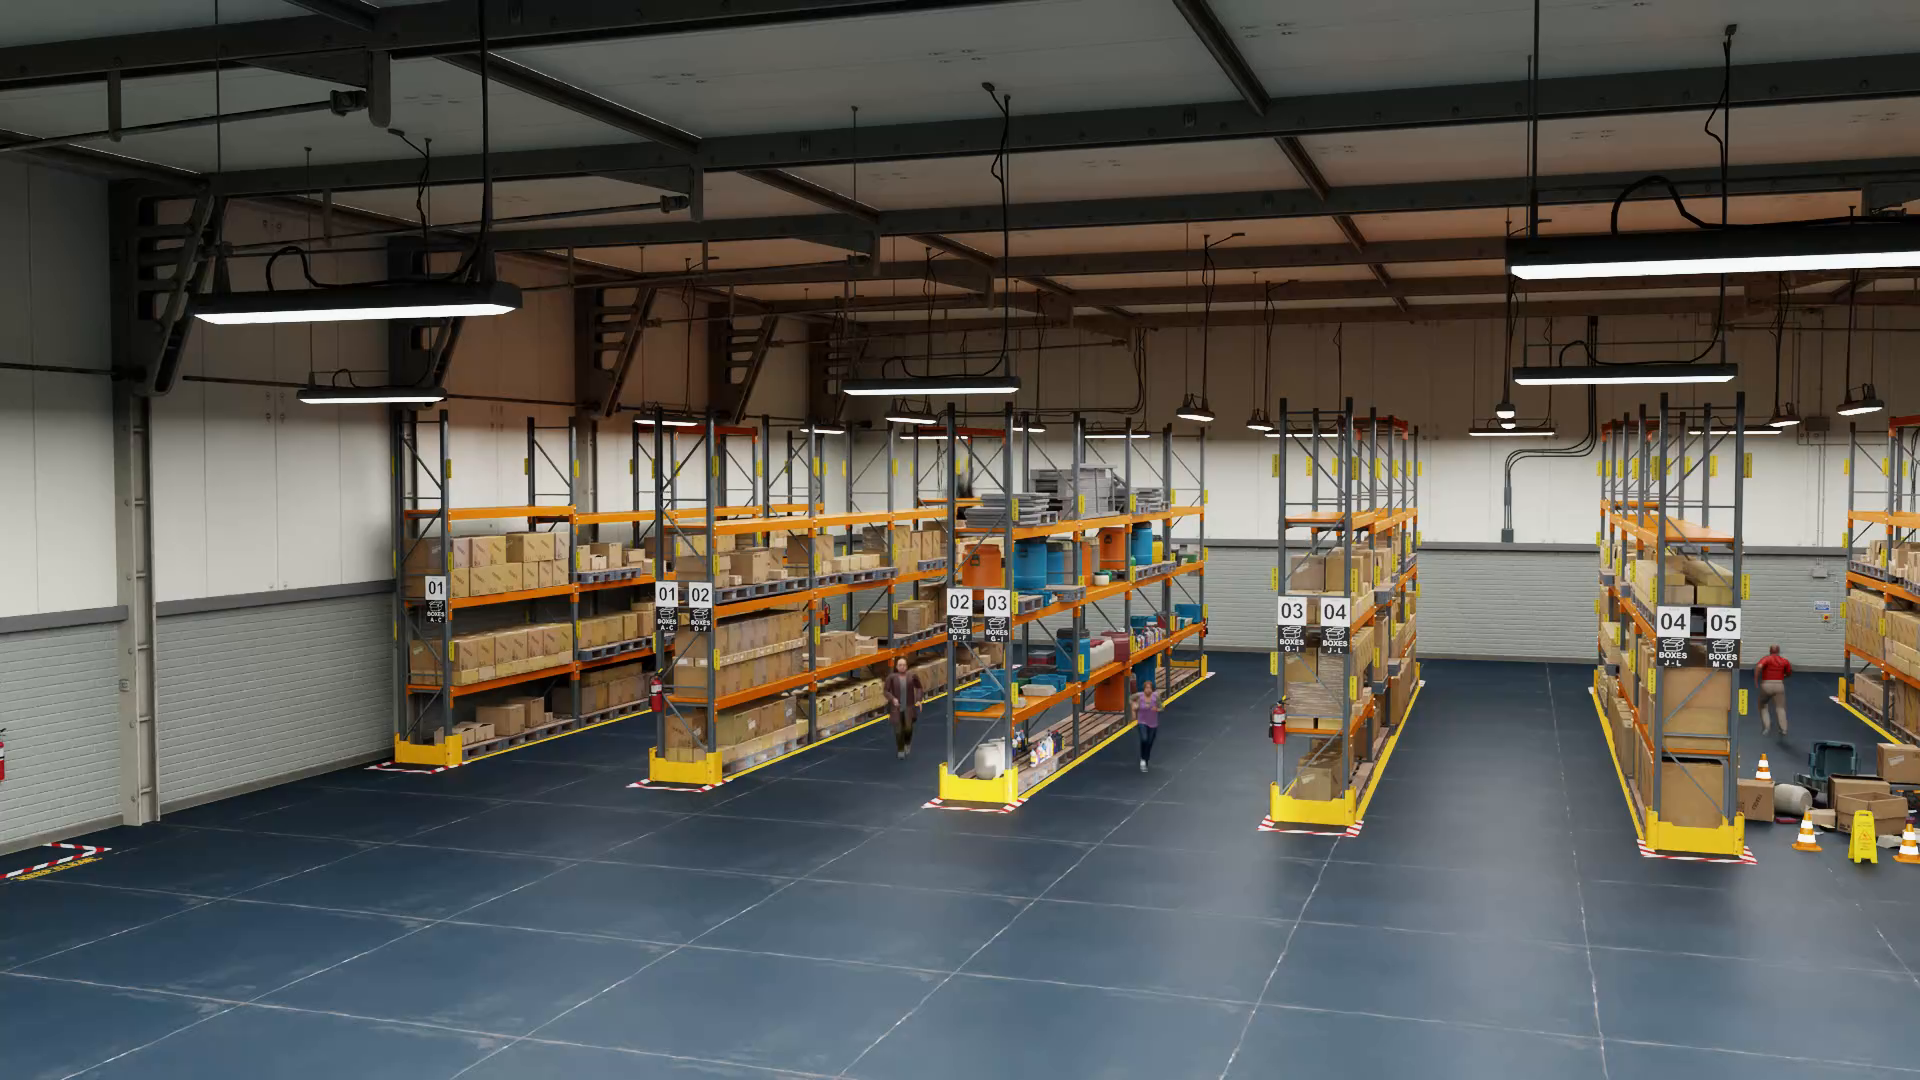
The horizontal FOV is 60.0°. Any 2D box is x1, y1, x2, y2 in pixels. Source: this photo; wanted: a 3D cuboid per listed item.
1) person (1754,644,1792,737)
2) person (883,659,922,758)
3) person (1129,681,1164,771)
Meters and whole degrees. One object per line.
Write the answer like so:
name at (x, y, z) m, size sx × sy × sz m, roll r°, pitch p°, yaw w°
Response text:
person at (15.117, 2.826, 30.950) m, size 0.671 × 1.774 × 0.901 m, roll 1°, pitch 3°, yaw 15°
person at (-0.978, 2.906, 28.590) m, size 0.690 × 1.733 × 0.714 m, roll 0°, pitch 2°, yaw -5°
person at (3.058, 3.058, 27.281) m, size 0.526 × 1.494 × 0.819 m, roll 0°, pitch 2°, yaw -3°
